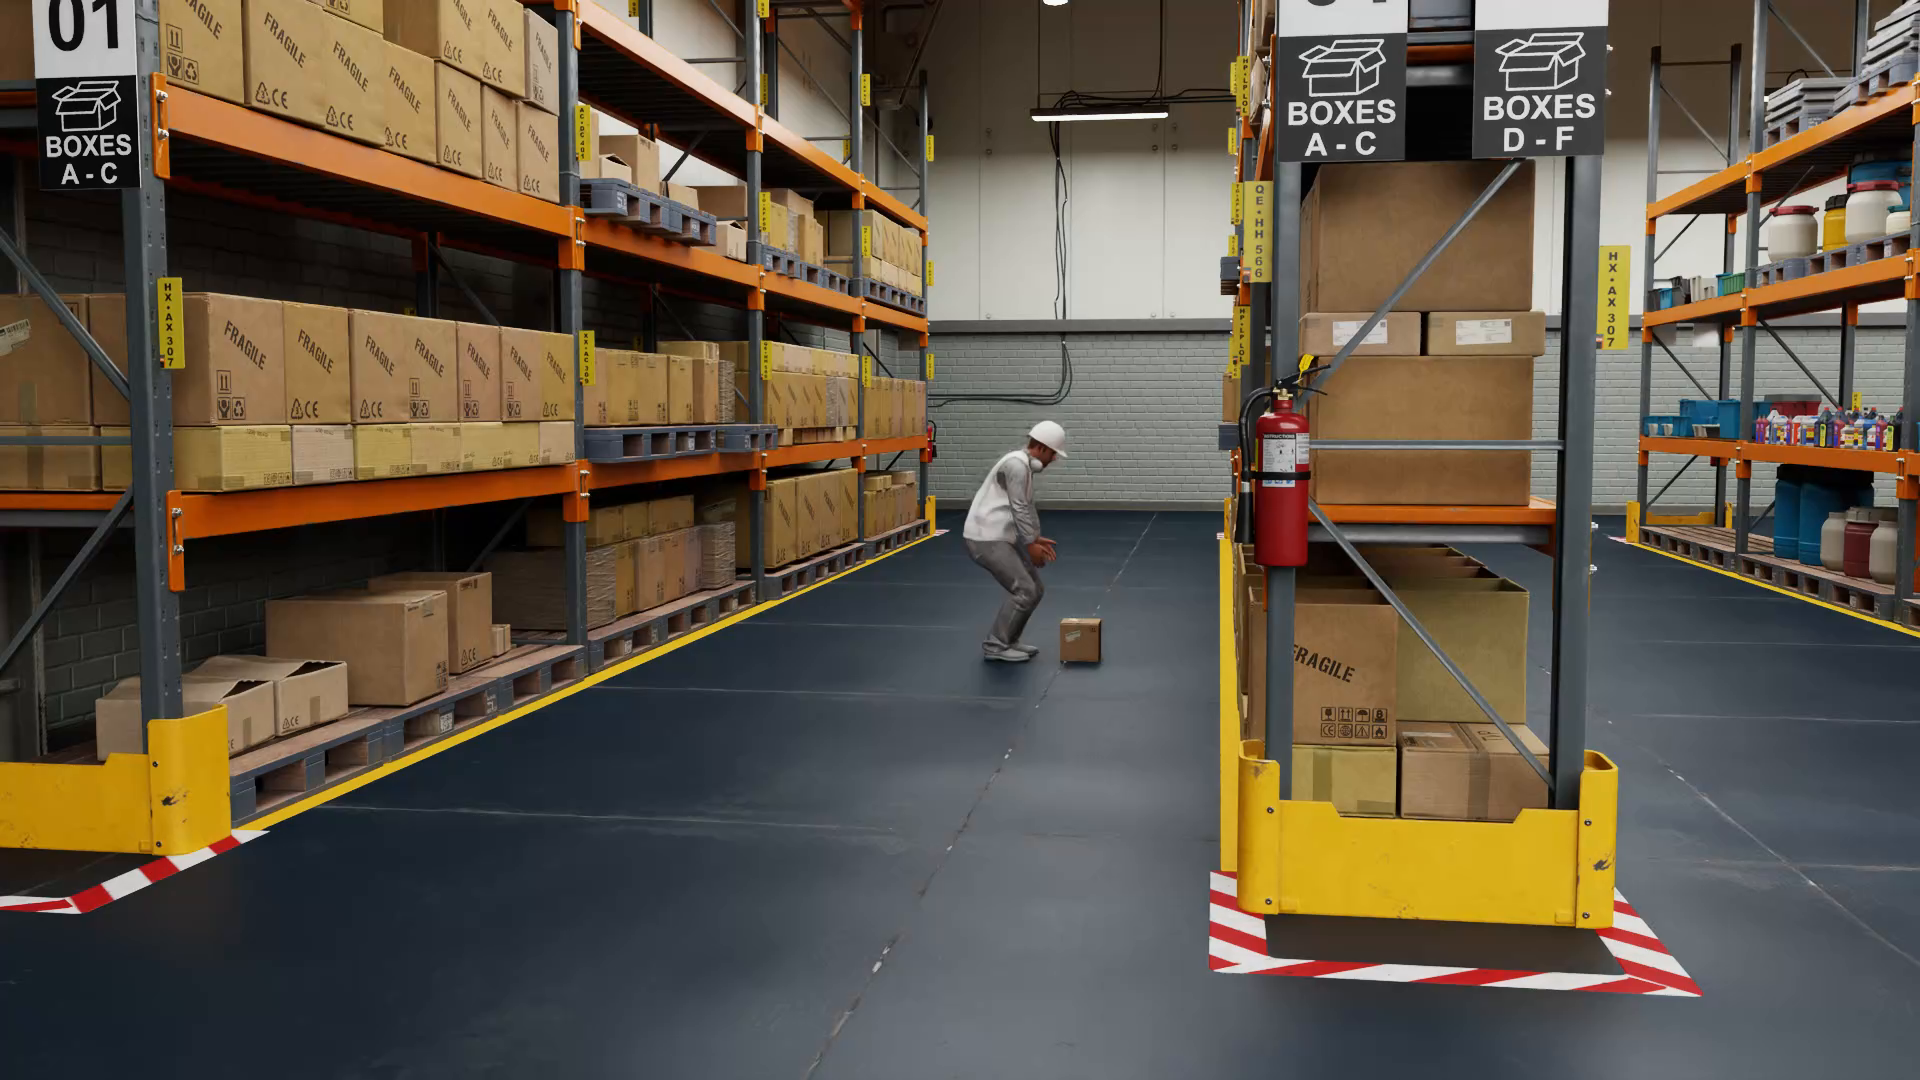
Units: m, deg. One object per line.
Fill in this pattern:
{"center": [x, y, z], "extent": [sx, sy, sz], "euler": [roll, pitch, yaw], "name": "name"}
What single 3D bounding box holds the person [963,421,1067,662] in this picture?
{"center": [0.366, -0.001, 10.916], "extent": [0.671, 1.559, 0.588], "euler": [1, 4, 9], "name": "person"}
